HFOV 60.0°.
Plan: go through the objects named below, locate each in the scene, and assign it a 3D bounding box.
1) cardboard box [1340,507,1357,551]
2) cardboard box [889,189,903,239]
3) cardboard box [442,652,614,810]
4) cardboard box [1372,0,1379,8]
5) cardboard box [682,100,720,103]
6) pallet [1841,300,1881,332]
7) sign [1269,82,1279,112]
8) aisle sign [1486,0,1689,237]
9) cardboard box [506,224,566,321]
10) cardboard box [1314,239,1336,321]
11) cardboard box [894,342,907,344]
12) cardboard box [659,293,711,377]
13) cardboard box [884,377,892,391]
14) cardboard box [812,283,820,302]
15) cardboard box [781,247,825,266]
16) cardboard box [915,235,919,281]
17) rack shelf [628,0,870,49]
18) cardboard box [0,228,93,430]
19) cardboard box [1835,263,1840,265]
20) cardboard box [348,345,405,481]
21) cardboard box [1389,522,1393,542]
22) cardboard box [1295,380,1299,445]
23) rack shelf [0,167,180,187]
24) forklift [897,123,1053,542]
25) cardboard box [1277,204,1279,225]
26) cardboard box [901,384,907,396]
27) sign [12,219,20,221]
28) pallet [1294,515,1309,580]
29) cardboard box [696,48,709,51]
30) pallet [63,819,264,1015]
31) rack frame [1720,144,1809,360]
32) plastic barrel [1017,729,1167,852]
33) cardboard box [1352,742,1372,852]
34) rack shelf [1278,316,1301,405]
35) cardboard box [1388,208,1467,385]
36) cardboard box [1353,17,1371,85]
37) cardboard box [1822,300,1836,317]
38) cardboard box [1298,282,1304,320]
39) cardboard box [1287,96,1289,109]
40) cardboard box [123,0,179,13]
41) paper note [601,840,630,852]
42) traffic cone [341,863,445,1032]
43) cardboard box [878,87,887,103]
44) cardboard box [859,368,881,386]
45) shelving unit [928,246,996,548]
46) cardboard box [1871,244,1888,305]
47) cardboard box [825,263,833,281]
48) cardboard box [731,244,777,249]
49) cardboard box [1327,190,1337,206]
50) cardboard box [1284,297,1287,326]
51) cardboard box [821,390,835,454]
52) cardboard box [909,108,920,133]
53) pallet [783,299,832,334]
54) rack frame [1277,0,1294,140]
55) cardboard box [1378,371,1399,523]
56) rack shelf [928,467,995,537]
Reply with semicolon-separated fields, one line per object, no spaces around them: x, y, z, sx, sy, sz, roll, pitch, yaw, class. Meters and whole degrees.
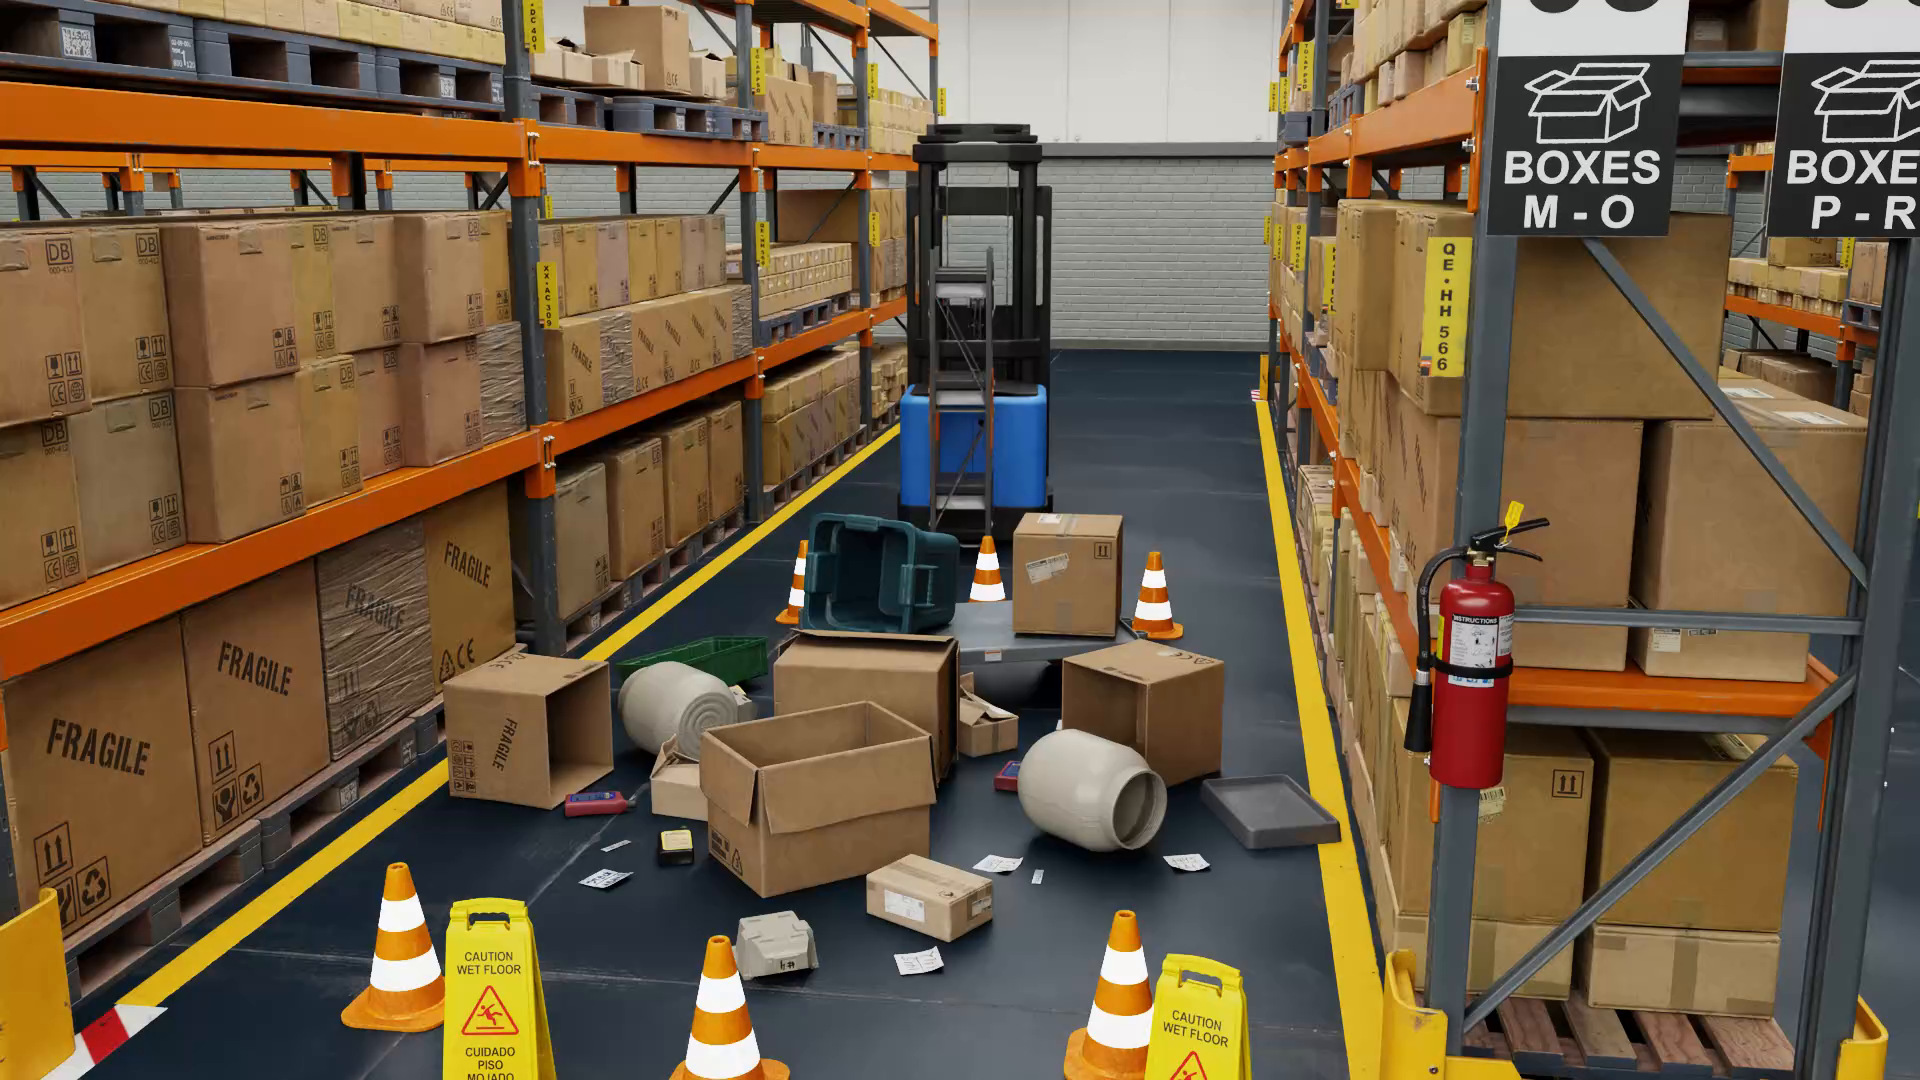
1.867;-0.043;7.284;0.380;0.149;0.250;2;12;9;cardboard box
-0.890;-3.423;17.438;0.500;0.500;0.500;2;12;10;cardboard box
-1.828;0.801;7.083;0.500;0.500;0.500;4;13;18;cardboard box
1.805;-2.151;6.439;0.380;0.149;0.250;2;12;8;cardboard box
-1.863;-3.083;11.379;0.380;0.166;0.250;2;12;9;cardboard box
8.208;-1.885;14.076;1.003;0.211;1.213;2;12;9;pallet
3.601;-5.086;19.091;0.100;0.325;0.005;2;12;9;sign
1.392;-1.071;3.673;0.394;0.787;0.004;2;12;9;aisle sign
-2.533;-1.417;8.838;0.700;0.500;0.500;2;12;8;cardboard box
2.547;-1.674;10.700;0.500;0.500;0.500;3;12;12;cardboard box
-0.589;-2.258;19.708;0.380;0.149;0.250;2;12;9;cardboard box
-1.947;-1.347;10.886;0.500;0.500;0.500;2;12;8;cardboard box
-0.939;-1.683;17.749;0.380;0.149;0.250;2;12;11;cardboard box
-1.436;-2.163;14.511;0.380;0.149;0.250;2;12;11;cardboard box
-1.406;-2.509;14.704;0.380;0.149;0.250;1;12;7;cardboard box
-0.726;-3.153;18.562;0.500;0.500;0.500;2;12;9;cardboard box
-1.681;-4.410;13.755;1.077;0.370;4.000;2;12;9;rack shelf
-3.123;-0.620;4.833;0.875;0.550;0.550;2;12;9;cardboard box
9.084;-2.732;17.200;0.500;0.250;0.500;2;12;10;cardboard box
-2.910;-0.548;7.061;0.875;0.550;0.550;2;12;9;cardboard box
1.662;-0.034;5.629;0.380;0.149;0.250;2;12;8;cardboard box
3.517;-1.337;15.123;0.875;0.875;0.875;2;12;10;cardboard box
-10.845;-4.314;19.480;1.077;0.370;4.000;2;12;9;rack shelf
0.153;-1.678;12.823;1.130;2.935;3.031;1;12;2;forklift
3.573;-3.262;17.401;0.500;0.500;0.500;2;12;9;cardboard box
-0.762;-1.697;18.518;0.380;0.149;0.250;2;12;10;cardboard box
-7.423;-2.374;13.139;0.100;0.325;0.005;2;12;9;sign
2.797;0.057;11.230;1.003;0.211;1.213;2;12;9;pallet
-2.119;-3.698;12.857;0.396;0.266;0.258;2;12;9;cardboard box
-3.173;1.251;5.687;1.003;0.211;1.213;2;12;9;pallet
9.054;-2.974;18.675;1.000;3.000;0.127;2;12;9;rack frame
0.510;0.977;6.457;0.421;0.421;0.512;-10;16;-40;plastic barrel
1.709;0.941;6.035;0.500;0.250;0.500;1;12;7;cardboard box
3.226;-1.534;13.698;1.077;0.370;4.000;2;12;9;rack shelf
1.636;-0.705;4.830;0.700;0.500;0.500;2;12;9;cardboard box
1.965;-2.092;7.111;0.500;0.250;0.500;2;12;7;cardboard box
8.257;-2.148;15.439;0.380;0.149;0.250;2;12;10;cardboard box
2.742;-1.749;12.160;0.500;0.250;0.500;2;12;8;cardboard box
3.111;-3.815;14.777;0.396;0.266;0.258;2;12;8;cardboard box
-2.733;-1.760;5.281;0.380;0.149;0.250;2;12;9;cardboard box
-1.335;1.188;6.459;0.032;0.001;0.123;10;15;38;paper note
-1.734;1.232;5.176;0.336;0.463;0.334;2;12;9;traffic cone
-0.947;-4.488;16.803;0.380;0.149;0.250;2;12;7;cardboard box
-1.015;-1.664;16.953;0.380;0.149;0.250;3;12;11;cardboard box
0.015;-0.898;11.175;0.431;2.100;0.503;1;12;2;shelving unit
8.064;-2.195;13.823;0.700;0.500;0.500;2;12;9;cardboard box
-1.357;-2.416;14.979;0.380;0.149;0.250;1;12;7;cardboard box
-1.925;-2.689;15.539;0.380;0.149;0.250;2;12;10;cardboard box
3.414;-3.282;15.954;0.380;0.149;0.250;2;12;10;cardboard box
3.032;-1.932;14.192;0.500;0.250;0.500;2;12;8;cardboard box
-1.401;-1.049;14.677;0.500;0.500;0.500;2;12;7;cardboard box
-0.736;-4.594;18.240;0.500;0.250;0.500;2;12;9;cardboard box
-1.724;-1.928;14.275;1.003;0.211;1.213;2;12;9;pallet
4.149;-6.067;18.786;1.000;3.000;0.127;2;12;9;rack frame
1.661;-0.328;5.452;0.500;0.500;0.500;2;12;8;cardboard box
0.015;-0.200;11.326;0.431;0.518;0.480;1;12;2;rack shelf
